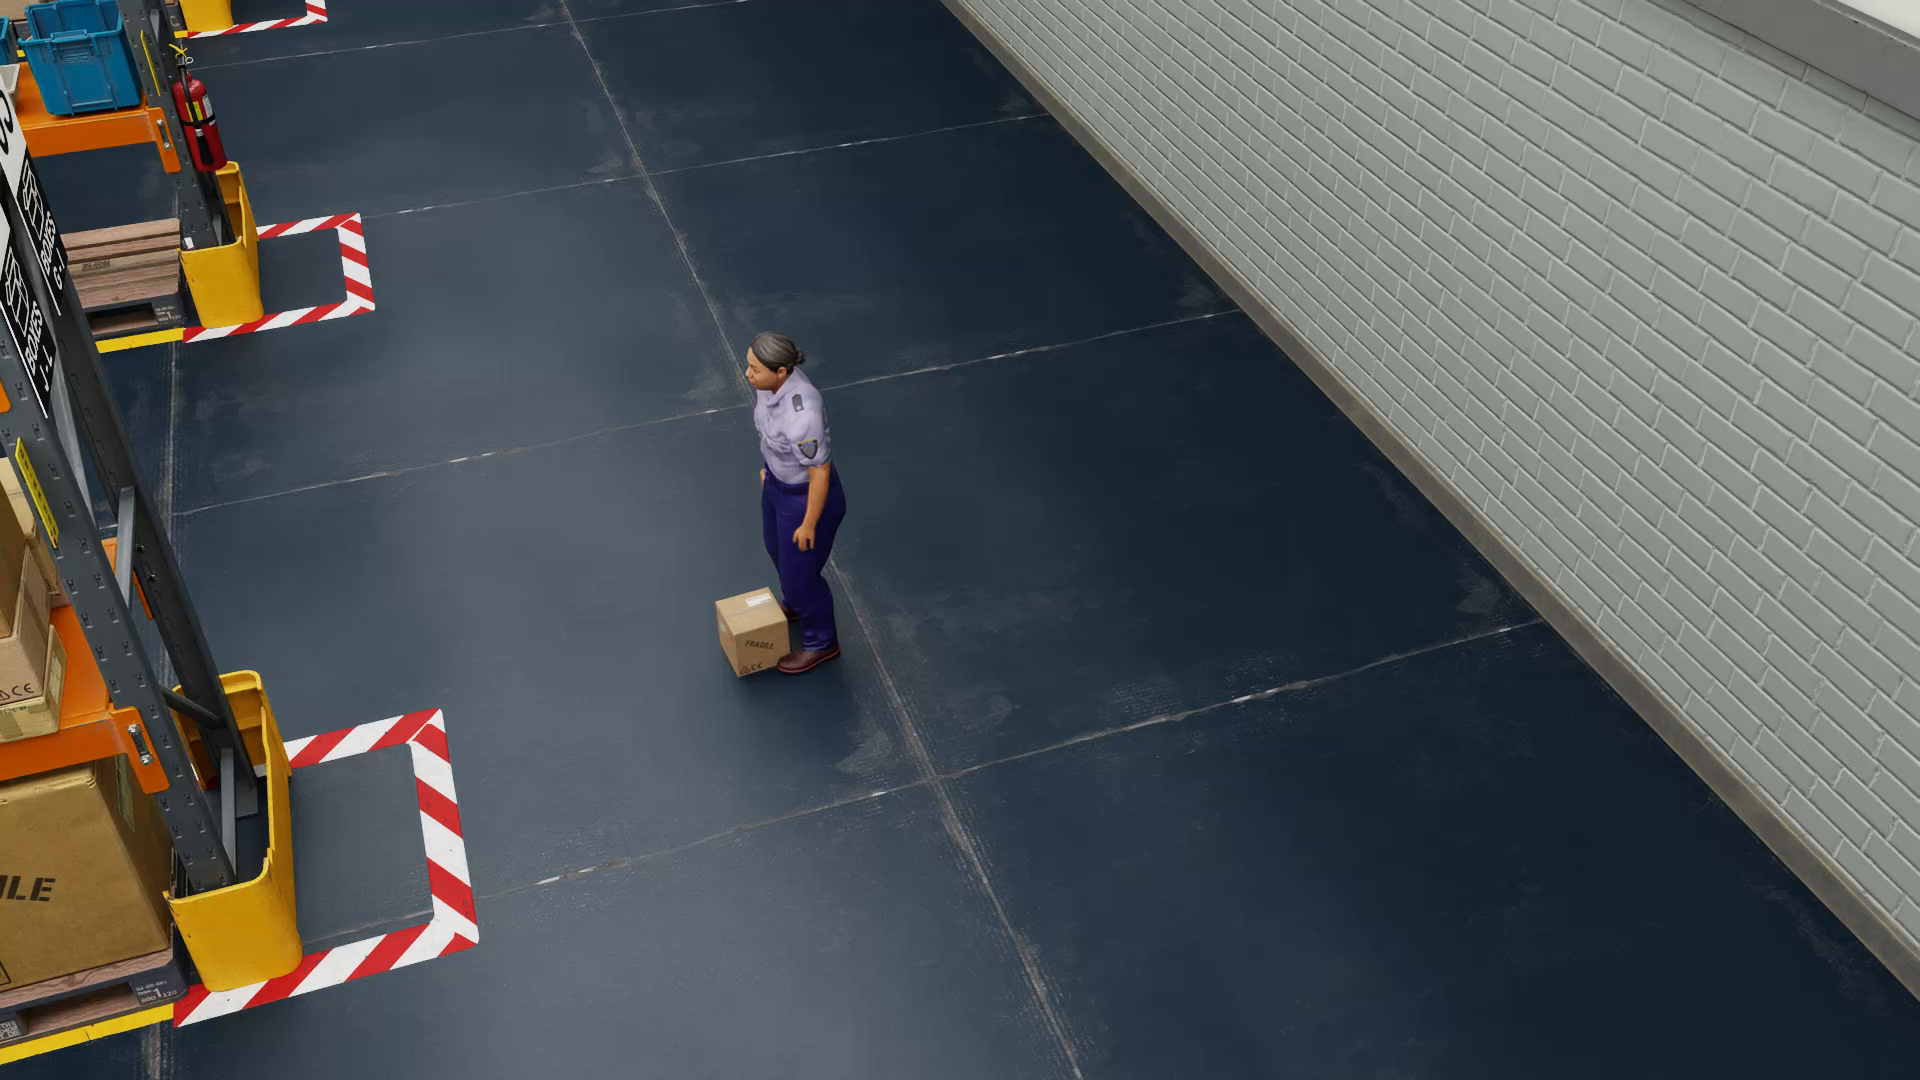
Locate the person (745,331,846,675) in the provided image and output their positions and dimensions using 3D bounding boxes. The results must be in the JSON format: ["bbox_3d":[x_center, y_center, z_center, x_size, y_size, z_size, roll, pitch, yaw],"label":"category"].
[{"bbox_3d":[-0.712,-0.182,7.033,0.333,1.638,0.564,-15,40,-18],"label":"person"}]
